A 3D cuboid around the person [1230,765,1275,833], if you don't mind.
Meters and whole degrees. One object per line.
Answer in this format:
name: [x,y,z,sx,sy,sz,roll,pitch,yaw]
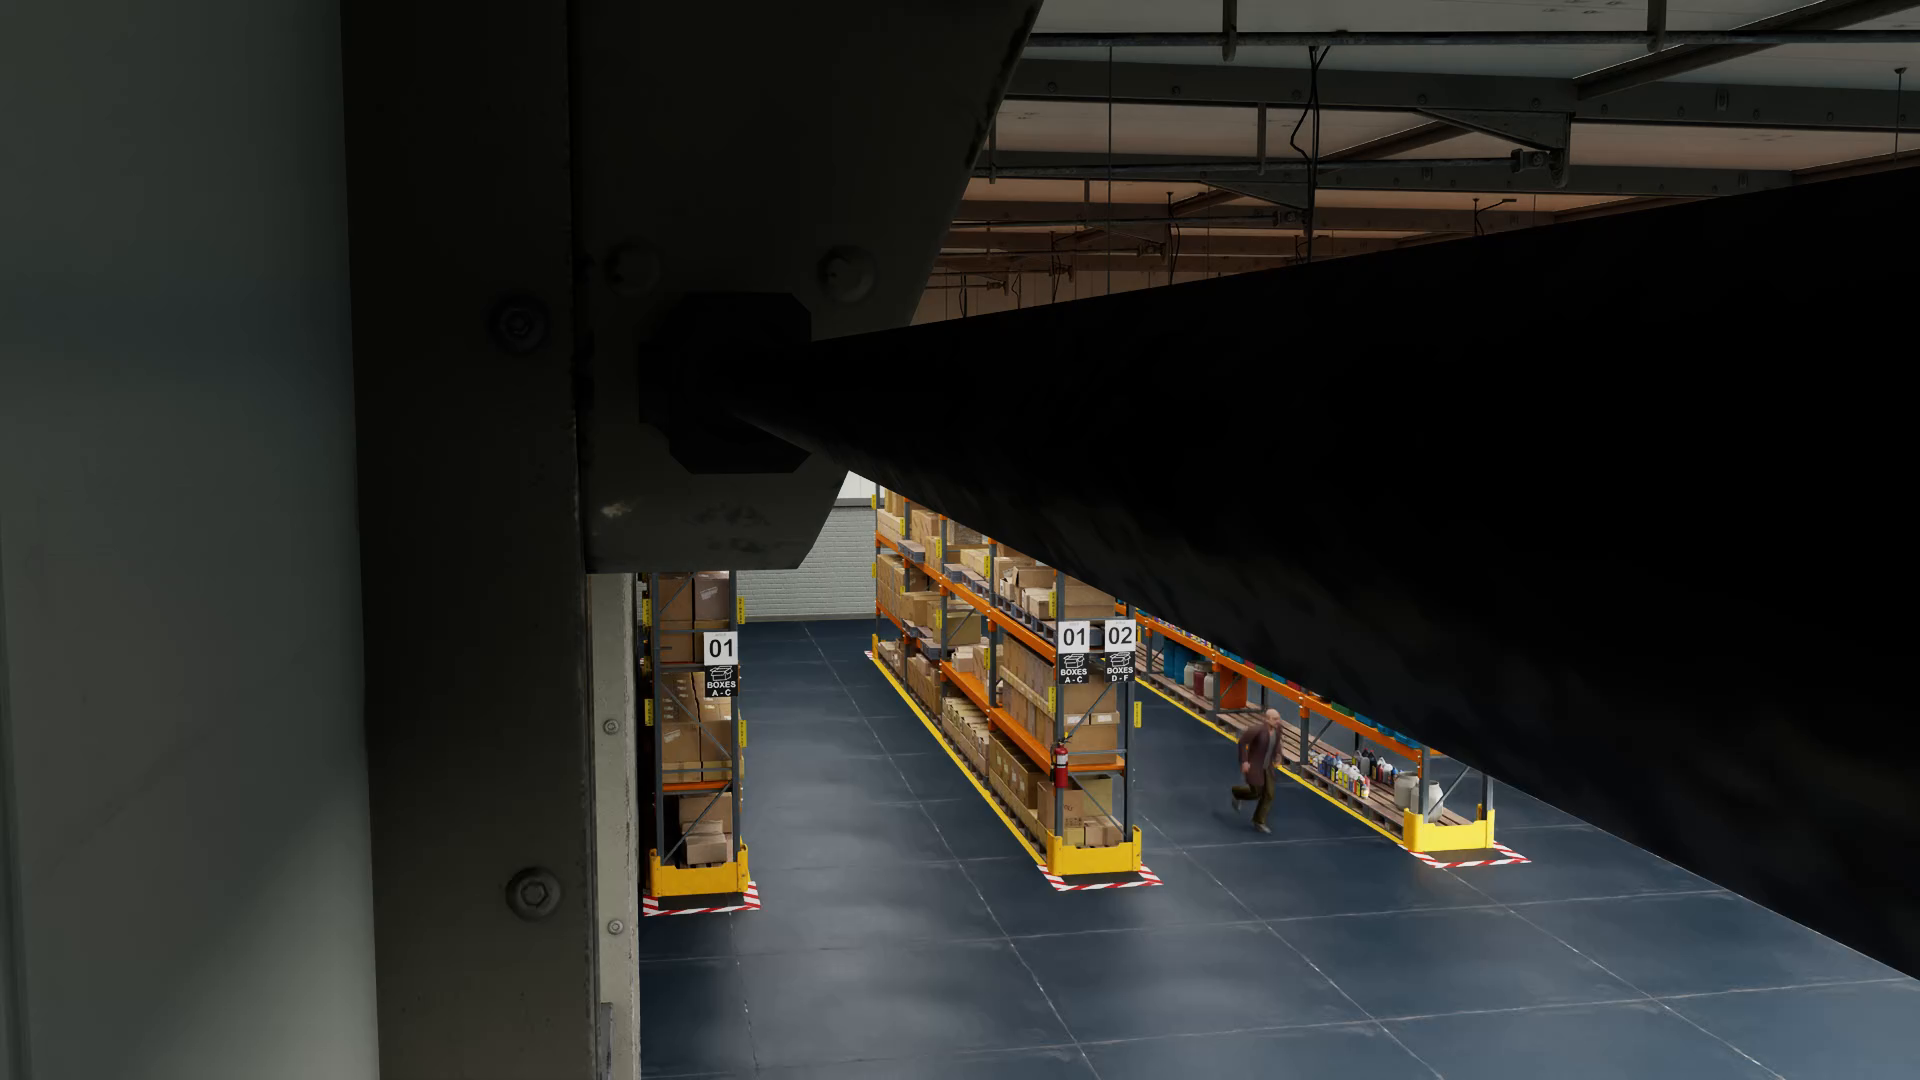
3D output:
person: [4.022,3.470,23.059,0.244,1.066,0.827,-4,7,-36]
